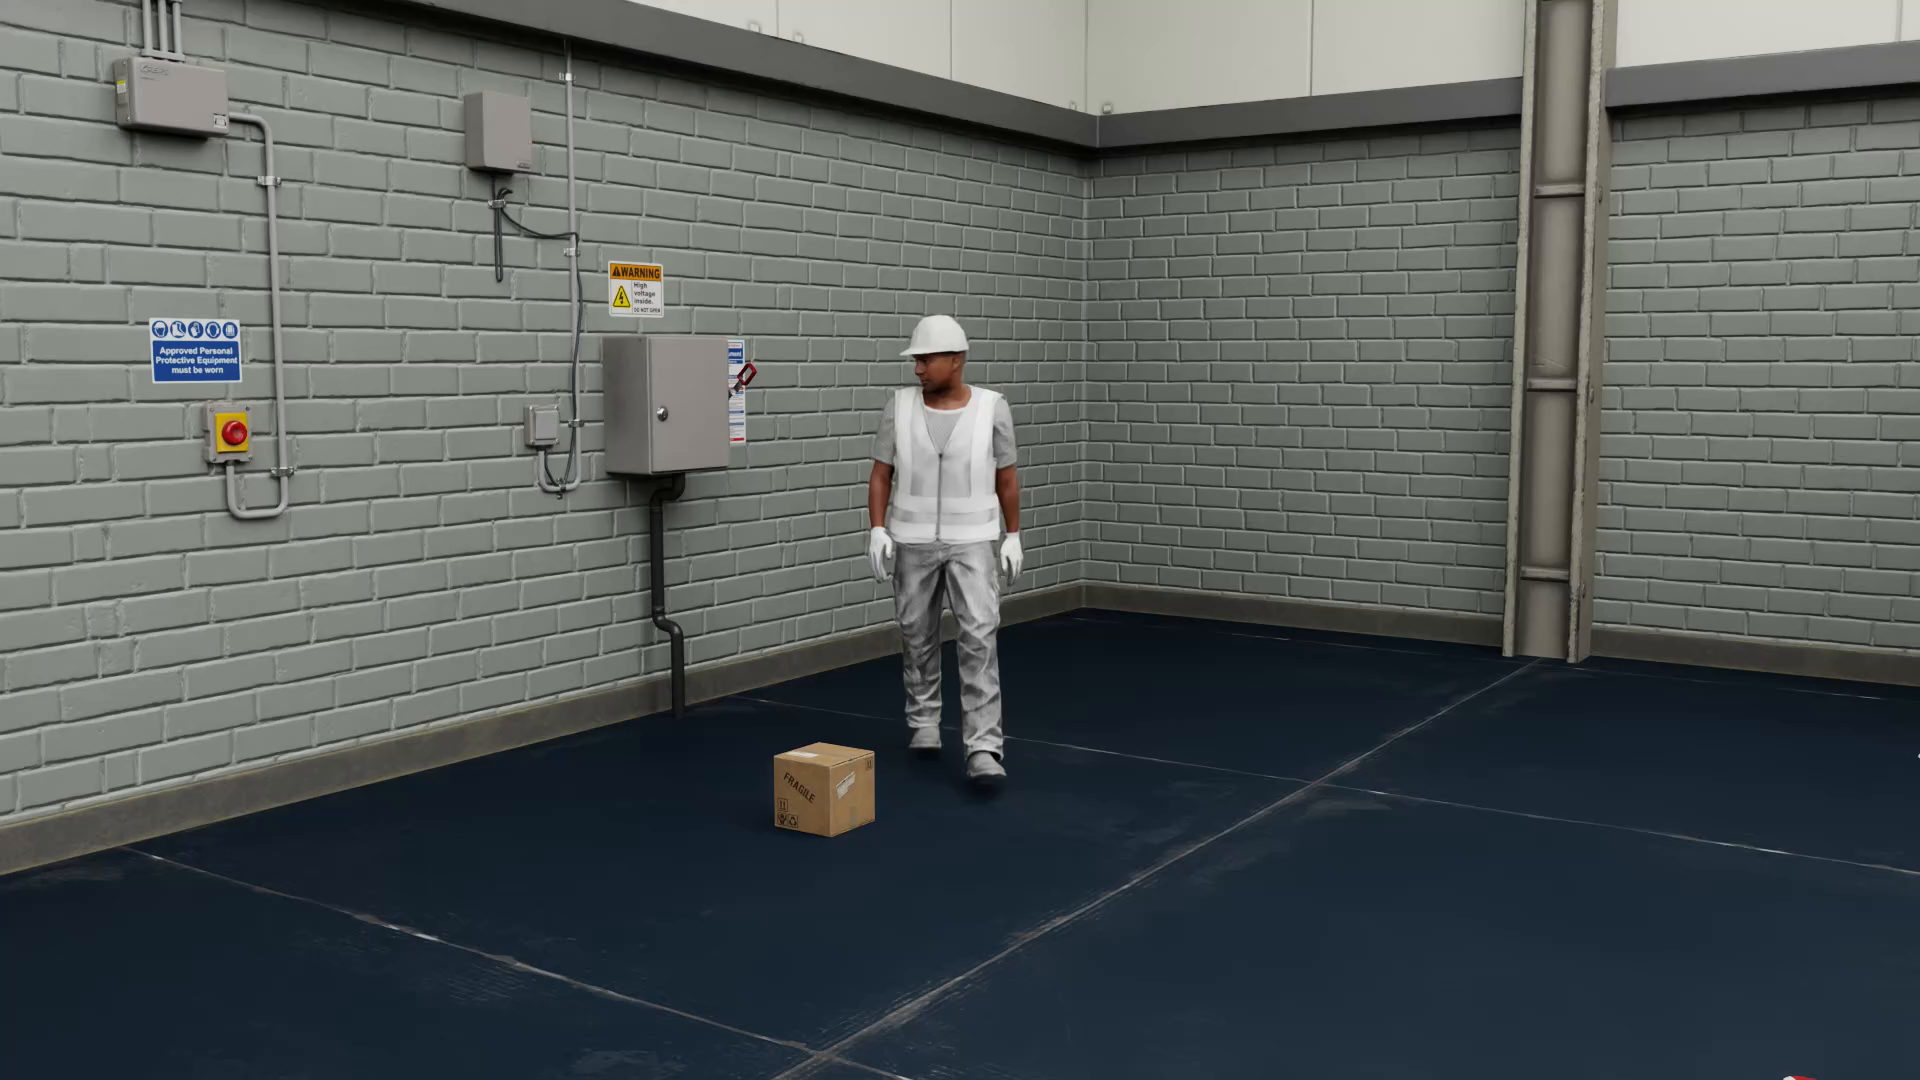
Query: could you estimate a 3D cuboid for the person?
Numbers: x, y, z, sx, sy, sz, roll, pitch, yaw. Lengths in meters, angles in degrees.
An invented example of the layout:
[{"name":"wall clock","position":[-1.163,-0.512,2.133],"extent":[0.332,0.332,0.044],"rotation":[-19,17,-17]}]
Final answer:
[{"name":"person","position":[-0.069,0.018,6.380],"extent":[0.586,1.750,0.892],"rotation":[1,6,7]}]
